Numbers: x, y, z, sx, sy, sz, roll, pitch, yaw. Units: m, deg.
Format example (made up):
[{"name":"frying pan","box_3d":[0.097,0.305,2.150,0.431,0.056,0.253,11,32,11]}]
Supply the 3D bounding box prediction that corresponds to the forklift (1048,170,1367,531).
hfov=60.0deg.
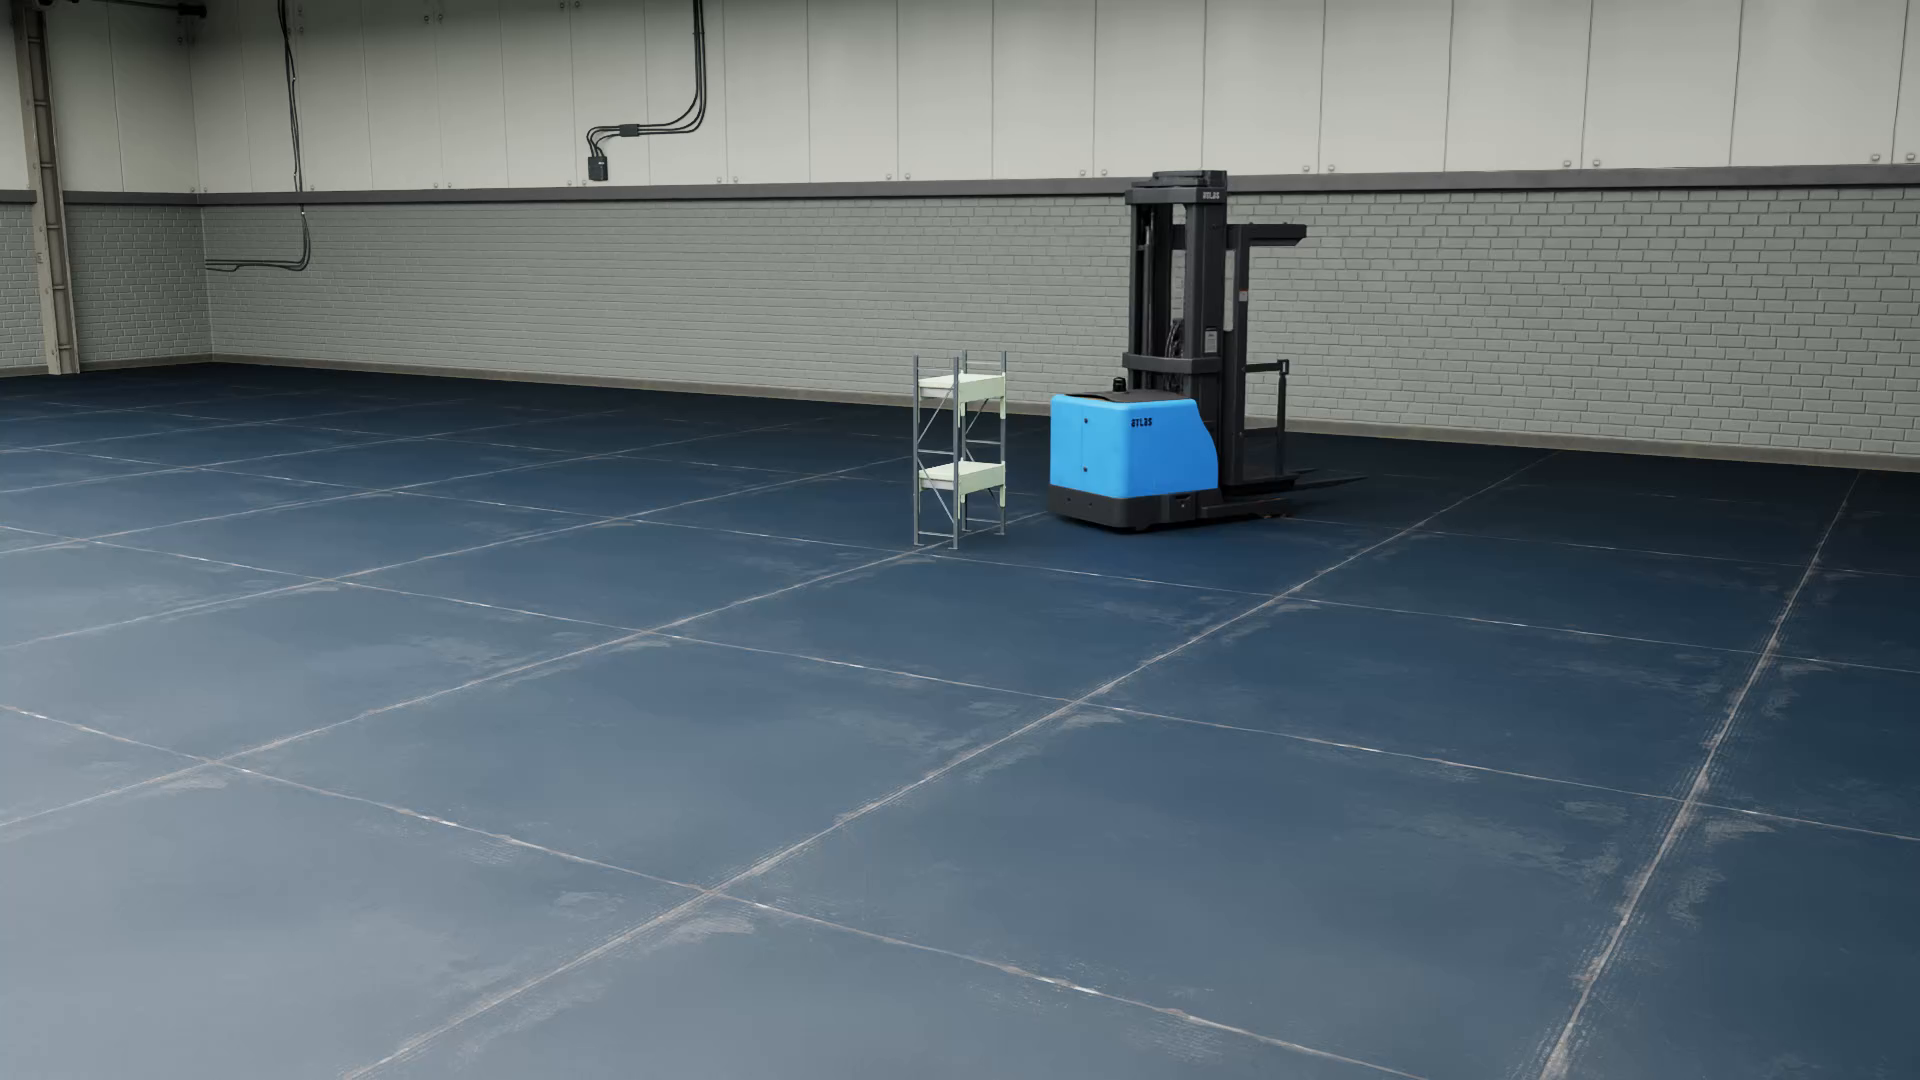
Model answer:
[{"name":"forklift","box_3d":[2.274,-1.696,14.462,3.031,2.935,1.130,-7,13,-32]}]

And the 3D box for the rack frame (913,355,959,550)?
[{"name":"rack frame","box_3d":[-0.187,-0.681,12.929,0.400,1.500,0.023,6,12,31]}]

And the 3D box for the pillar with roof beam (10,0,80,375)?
[{"name":"pillar with roof beam","box_3d":[-11.818,-6.894,25.739,9.100,9.000,0.548,6,12,31]}]

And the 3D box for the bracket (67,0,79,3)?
[{"name":"bracket","box_3d":[-14.978,-9.106,27.772,0.235,0.232,0.430,6,12,31]}]

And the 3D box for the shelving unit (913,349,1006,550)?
[{"name":"shelving unit","box_3d":[0.003,-0.738,13.236,0.431,1.500,0.755,6,12,31]}]

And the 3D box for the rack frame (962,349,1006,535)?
[{"name":"rack frame","box_3d":[0.193,-0.796,13.544,0.400,1.500,0.023,6,12,31]}]

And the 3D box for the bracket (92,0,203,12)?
[{"name":"bracket","box_3d":[-14.055,-9.386,29.267,0.076,0.066,3.189,6,12,31]}]

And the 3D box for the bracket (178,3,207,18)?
[{"name":"bracket","box_3d":[-13.748,-9.479,29.763,0.235,0.232,0.430,6,12,31]}]

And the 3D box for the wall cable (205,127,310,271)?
[{"name":"wall cable","box_3d":[-12.838,-6.116,30.022,3.097,2.526,0.112,6,12,31]}]

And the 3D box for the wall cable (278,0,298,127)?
[{"name":"wall cable","box_3d":[-10.525,-8.340,28.176,3.097,2.526,0.112,6,12,31]}]

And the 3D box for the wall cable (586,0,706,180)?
[{"name":"wall cable","box_3d":[-4.732,-8.404,24.565,2.305,6.003,0.169,6,12,31]}]

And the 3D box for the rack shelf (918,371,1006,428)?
[{"name":"rack shelf","box_3d":[0.003,-1.122,13.164,0.431,0.370,0.720,6,12,31]}]

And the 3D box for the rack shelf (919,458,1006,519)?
[{"name":"rack shelf","box_3d":[0.003,-0.418,13.296,0.431,0.370,0.720,6,12,31]}]
